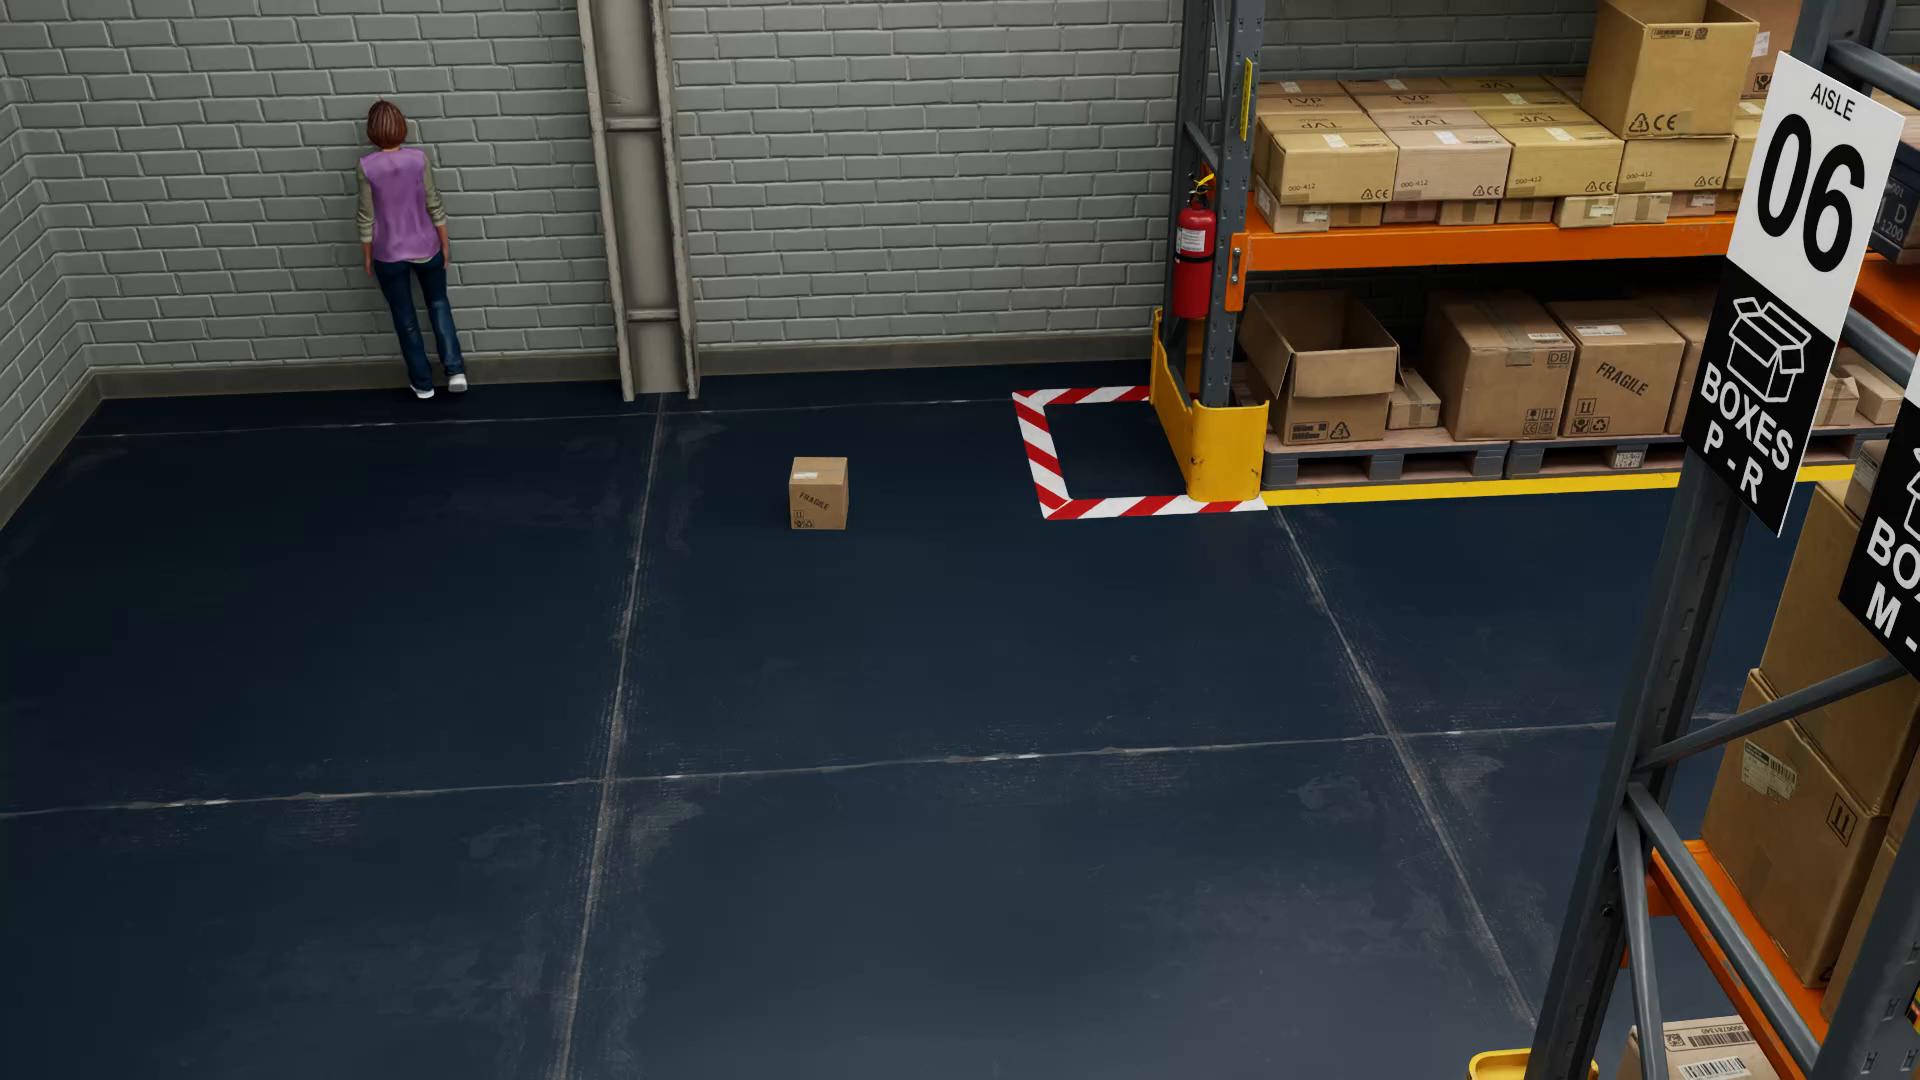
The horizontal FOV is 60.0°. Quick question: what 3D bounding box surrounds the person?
[{"bbox_3d":[-2.824,-1.475,8.559,0.422,1.631,0.352,-15,35,-23],"label":"person"}]
